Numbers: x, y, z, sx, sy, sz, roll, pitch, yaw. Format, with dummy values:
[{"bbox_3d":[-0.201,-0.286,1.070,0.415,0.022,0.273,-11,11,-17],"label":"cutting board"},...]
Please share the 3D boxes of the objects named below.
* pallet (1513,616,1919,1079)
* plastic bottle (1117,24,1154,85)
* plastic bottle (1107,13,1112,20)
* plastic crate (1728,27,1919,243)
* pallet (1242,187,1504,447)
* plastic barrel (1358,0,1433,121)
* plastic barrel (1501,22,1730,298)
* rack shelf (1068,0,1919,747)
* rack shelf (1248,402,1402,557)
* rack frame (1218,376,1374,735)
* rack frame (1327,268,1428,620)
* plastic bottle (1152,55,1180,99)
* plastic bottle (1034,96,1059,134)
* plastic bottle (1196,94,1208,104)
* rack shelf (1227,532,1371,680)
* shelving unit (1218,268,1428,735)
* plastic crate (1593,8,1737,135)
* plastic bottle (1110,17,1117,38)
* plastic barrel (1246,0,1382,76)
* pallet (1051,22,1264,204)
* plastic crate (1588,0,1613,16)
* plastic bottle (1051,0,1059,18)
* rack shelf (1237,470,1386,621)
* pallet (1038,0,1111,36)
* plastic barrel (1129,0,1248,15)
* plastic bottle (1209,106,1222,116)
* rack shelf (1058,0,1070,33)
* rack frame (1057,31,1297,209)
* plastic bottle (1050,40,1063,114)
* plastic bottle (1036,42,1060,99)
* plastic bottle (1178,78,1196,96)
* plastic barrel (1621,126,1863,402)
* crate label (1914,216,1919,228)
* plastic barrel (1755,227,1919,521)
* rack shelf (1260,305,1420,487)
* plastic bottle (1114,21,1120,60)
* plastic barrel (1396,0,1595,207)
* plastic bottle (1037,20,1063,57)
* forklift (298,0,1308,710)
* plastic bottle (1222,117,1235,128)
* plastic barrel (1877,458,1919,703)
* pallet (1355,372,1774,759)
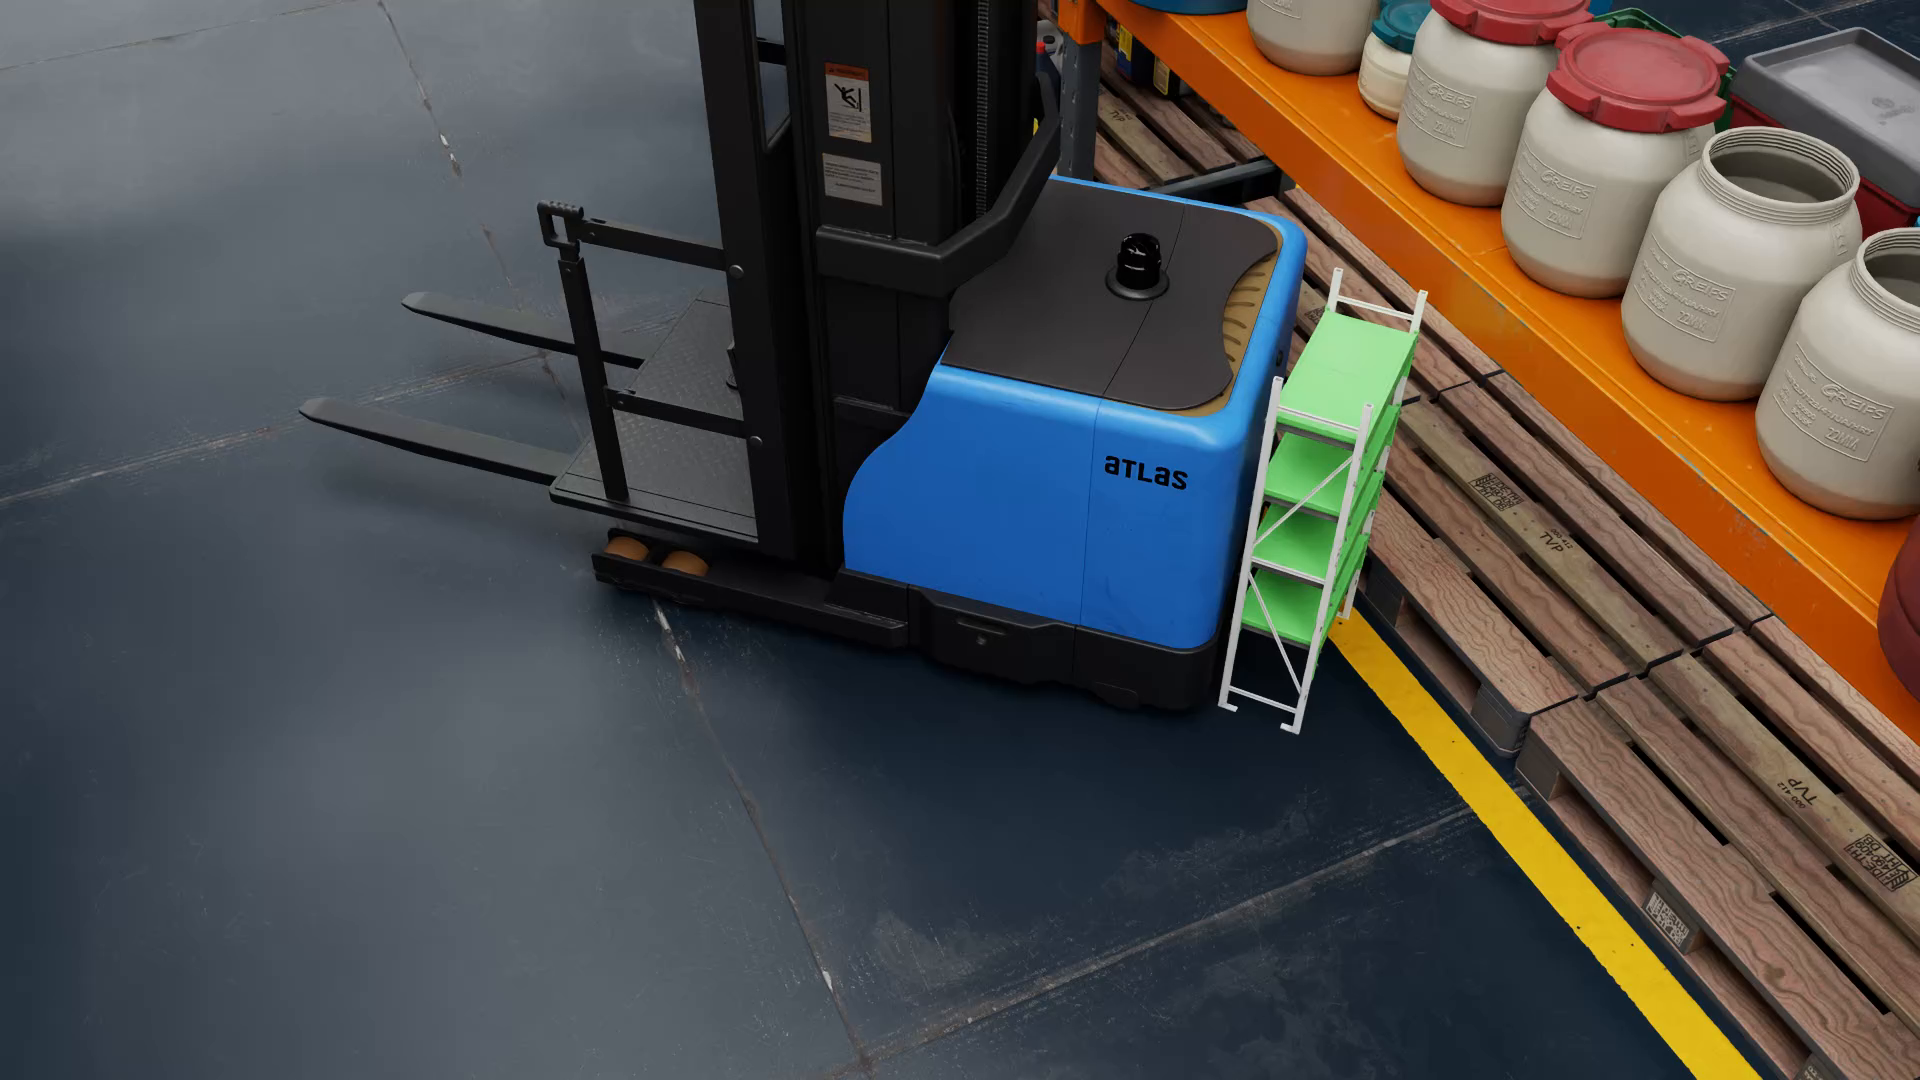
[{"bbox_3d":[2.222,0.790,4.300,1.003,0.211,1.213,-18,47,-17],"label":"pallet"},{"bbox_3d":[0.737,-2.055,6.770,0.144,0.351,0.185,-18,47,-17],"label":"plastic bottle"},{"bbox_3d":[0.691,-2.352,7.177,0.097,0.201,0.097,0,45,0],"label":"plastic bottle"},{"bbox_3d":[2.111,-0.841,3.921,0.402,0.464,0.583,-18,47,-17],"label":"plastic crate"},{"bbox_3d":[1.196,-0.765,5.875,1.003,0.211,1.213,-18,47,-17],"label":"pallet"},{"bbox_3d":[1.248,-1.309,4.539,0.301,0.262,0.301,0,45,0],"label":"plastic barrel"},{"bbox_3d":[1.525,-0.878,3.907,0.433,0.535,0.433,0,45,0],"label":"plastic barrel"},{"bbox_3d":[1.672,-0.716,4.353,1.077,0.370,4.000,-18,47,-17],"label":"rack shelf"},{"bbox_3d":[0.957,-0.199,4.346,0.258,0.148,0.480,19,48,18],"label":"rack shelf"},{"bbox_3d":[0.851,0.081,4.314,0.240,1.200,0.015,19,48,18],"label":"rack frame"},{"bbox_3d":[1.064,-0.228,4.626,0.240,1.200,0.015,19,48,18],"label":"rack frame"},{"bbox_3d":[0.837,-1.935,6.696,0.061,0.283,0.133,-18,47,-17],"label":"plastic bottle"},{"bbox_3d":[0.329,-1.646,6.403,0.061,0.283,0.133,-16,47,-15],"label":"plastic bottle"},{"bbox_3d":[1.009,-1.870,6.688,0.097,0.201,0.097,0,45,0],"label":"plastic bottle"},{"bbox_3d":[0.957,0.143,4.684,0.258,0.148,0.480,19,48,18],"label":"rack shelf"},{"bbox_3d":[0.957,-0.073,4.470,0.258,1.200,0.503,19,48,18],"label":"shelving unit"},{"bbox_3d":[1.819,-1.145,4.426,0.450,0.188,0.662,-18,47,-17],"label":"plastic crate"},{"bbox_3d":[0.693,-2.272,7.047,0.097,0.271,0.097,0,45,0],"label":"plastic bottle"},{"bbox_3d":[1.034,-1.621,4.660,0.433,0.535,0.433,0,45,0],"label":"plastic barrel"},{"bbox_3d":[0.586,-1.695,6.817,1.003,0.211,1.213,-18,47,-17],"label":"pallet"},{"bbox_3d":[1.577,-1.630,4.778,0.392,0.384,0.575,-18,47,-17],"label":"plastic crate"},{"bbox_3d":[0.486,-2.402,7.175,0.152,0.276,0.135,-18,47,-17],"label":"plastic bottle"},{"bbox_3d":[0.957,-0.028,4.515,0.258,0.148,0.480,19,48,18],"label":"rack shelf"},{"bbox_3d":[0.069,-2.473,7.606,1.003,0.211,1.213,-18,47,-17],"label":"pallet"},{"bbox_3d":[0.718,-2.090,4.875,0.600,0.901,0.708,-18,47,-17],"label":"plastic barrel"},{"bbox_3d":[1.052,-1.805,6.622,0.097,0.201,0.097,0,45,0],"label":"plastic bottle"},{"bbox_3d":[-0.010,-3.265,6.936,1.077,0.370,4.000,-18,47,-17],"label":"rack shelf"},{"bbox_3d":[0.831,-2.247,5.392,1.000,3.000,0.127,-18,47,-17],"label":"rack frame"},{"bbox_3d":[0.429,-1.828,6.540,0.144,0.351,0.185,-18,47,-17],"label":"plastic bottle"},{"bbox_3d":[0.299,-1.786,6.497,0.144,0.351,0.185,-19,48,-18],"label":"plastic bottle"},{"bbox_3d":[0.934,-1.965,6.731,0.152,0.276,0.135,-16,47,-16],"label":"plastic bottle"},{"bbox_3d":[1.709,-0.599,3.641,0.421,0.512,0.421,0,45,0],"label":"plastic barrel"},{"bbox_3d":[2.340,-0.424,3.518,0.502,0.435,0.616,-18,47,-17],"label":"crate label"},{"bbox_3d":[1.886,-0.330,3.369,0.421,0.512,0.421,0,45,0],"label":"plastic barrel"},{"bbox_3d":[0.957,-0.370,4.178,0.258,0.148,0.480,19,48,18],"label":"rack shelf"},{"bbox_3d":[0.697,-2.126,6.898,0.097,0.271,0.097,0,45,0],"label":"plastic bottle"},{"bbox_3d":[1.343,-1.153,4.186,0.433,0.535,0.433,0,45,0],"label":"plastic barrel"},{"bbox_3d":[0.342,-1.941,6.708,0.152,0.276,0.135,-18,47,-17],"label":"plastic bottle"},{"bbox_3d":[-0.593,-1.184,4.363,3.031,2.935,1.130,13,46,13],"label":"forklift"},{"bbox_3d":[1.095,-1.765,6.532,0.097,0.271,0.097,0,45,0],"label":"plastic bottle"},{"bbox_3d":[2.043,0.047,2.969,0.600,0.536,0.708,-18,47,-17],"label":"plastic barrel"},{"bbox_3d":[1.713,0.013,5.086,1.003,0.211,1.213,-18,47,-17],"label":"pallet"}]
